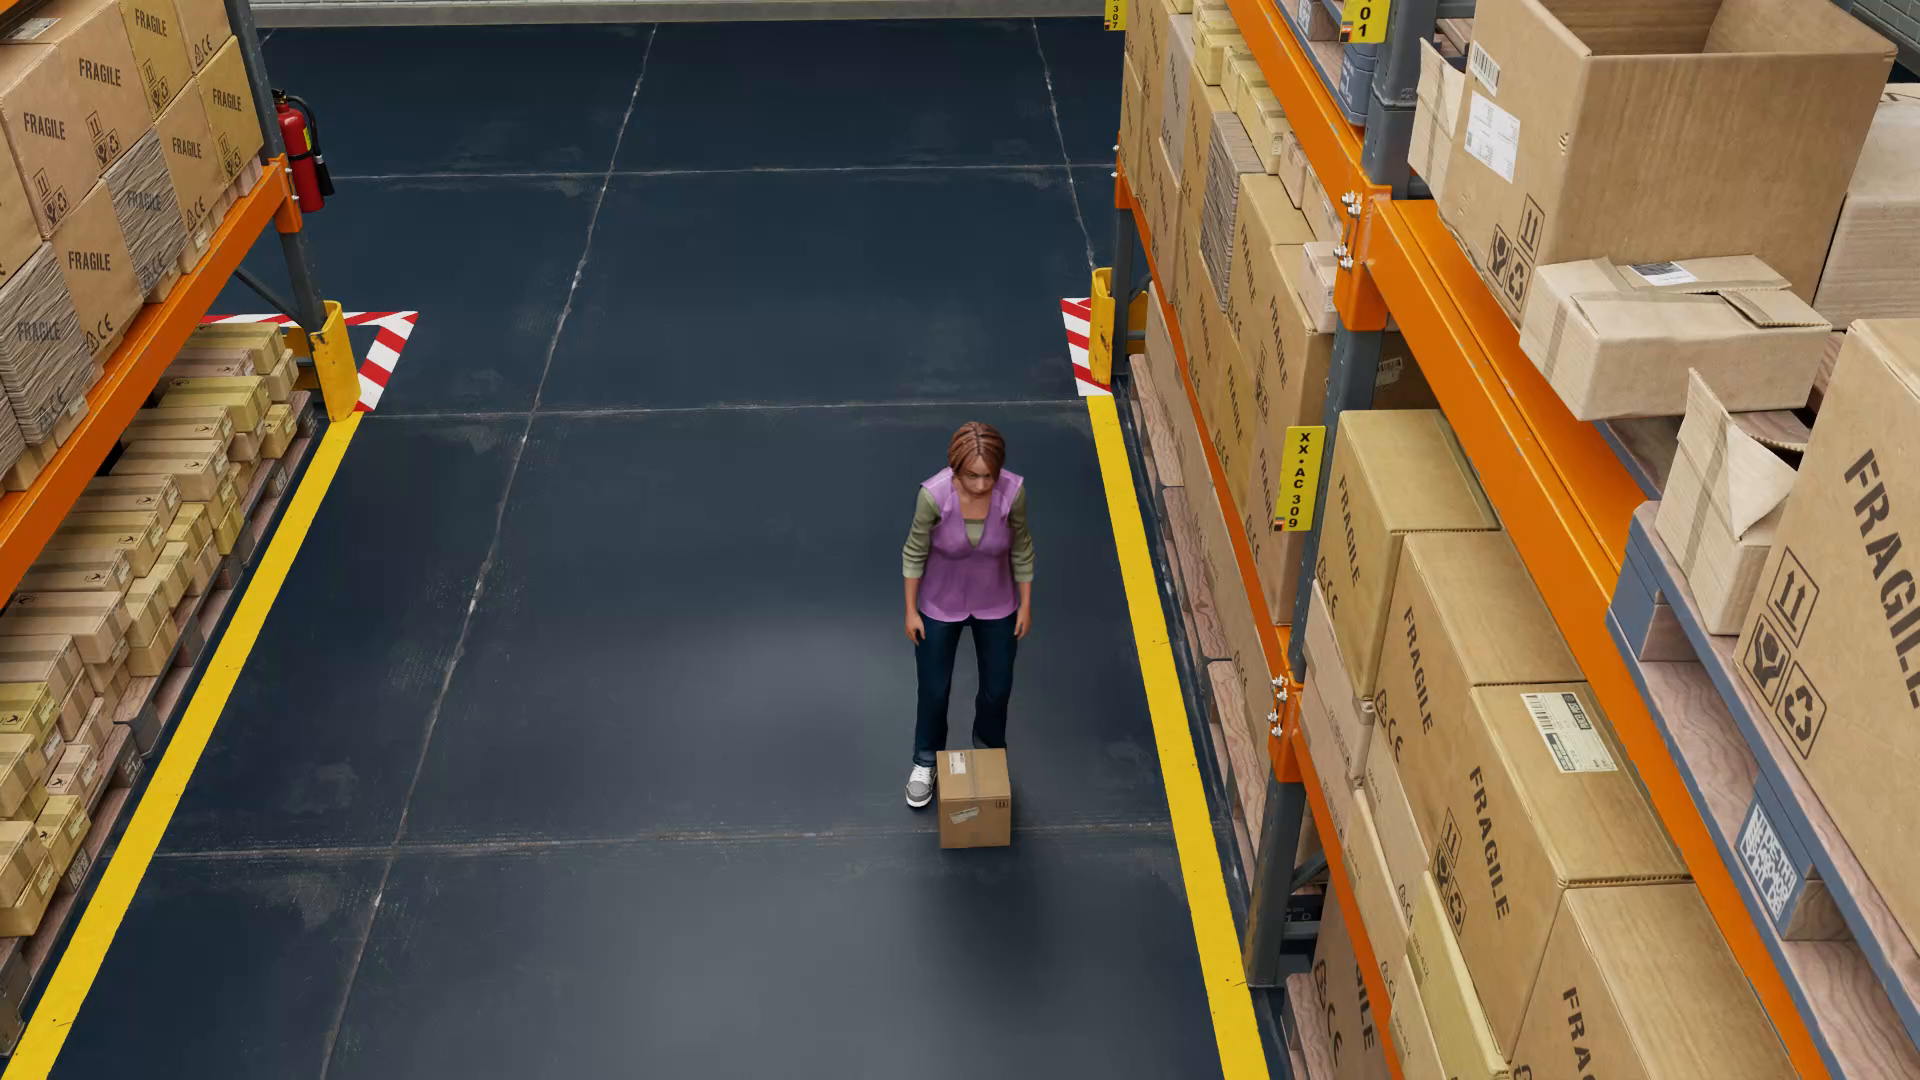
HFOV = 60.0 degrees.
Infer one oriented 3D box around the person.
[{"bbox_3d":[0.026,0.251,5.809,0.473,1.590,0.349,-3,36,-4],"label":"person"}]
